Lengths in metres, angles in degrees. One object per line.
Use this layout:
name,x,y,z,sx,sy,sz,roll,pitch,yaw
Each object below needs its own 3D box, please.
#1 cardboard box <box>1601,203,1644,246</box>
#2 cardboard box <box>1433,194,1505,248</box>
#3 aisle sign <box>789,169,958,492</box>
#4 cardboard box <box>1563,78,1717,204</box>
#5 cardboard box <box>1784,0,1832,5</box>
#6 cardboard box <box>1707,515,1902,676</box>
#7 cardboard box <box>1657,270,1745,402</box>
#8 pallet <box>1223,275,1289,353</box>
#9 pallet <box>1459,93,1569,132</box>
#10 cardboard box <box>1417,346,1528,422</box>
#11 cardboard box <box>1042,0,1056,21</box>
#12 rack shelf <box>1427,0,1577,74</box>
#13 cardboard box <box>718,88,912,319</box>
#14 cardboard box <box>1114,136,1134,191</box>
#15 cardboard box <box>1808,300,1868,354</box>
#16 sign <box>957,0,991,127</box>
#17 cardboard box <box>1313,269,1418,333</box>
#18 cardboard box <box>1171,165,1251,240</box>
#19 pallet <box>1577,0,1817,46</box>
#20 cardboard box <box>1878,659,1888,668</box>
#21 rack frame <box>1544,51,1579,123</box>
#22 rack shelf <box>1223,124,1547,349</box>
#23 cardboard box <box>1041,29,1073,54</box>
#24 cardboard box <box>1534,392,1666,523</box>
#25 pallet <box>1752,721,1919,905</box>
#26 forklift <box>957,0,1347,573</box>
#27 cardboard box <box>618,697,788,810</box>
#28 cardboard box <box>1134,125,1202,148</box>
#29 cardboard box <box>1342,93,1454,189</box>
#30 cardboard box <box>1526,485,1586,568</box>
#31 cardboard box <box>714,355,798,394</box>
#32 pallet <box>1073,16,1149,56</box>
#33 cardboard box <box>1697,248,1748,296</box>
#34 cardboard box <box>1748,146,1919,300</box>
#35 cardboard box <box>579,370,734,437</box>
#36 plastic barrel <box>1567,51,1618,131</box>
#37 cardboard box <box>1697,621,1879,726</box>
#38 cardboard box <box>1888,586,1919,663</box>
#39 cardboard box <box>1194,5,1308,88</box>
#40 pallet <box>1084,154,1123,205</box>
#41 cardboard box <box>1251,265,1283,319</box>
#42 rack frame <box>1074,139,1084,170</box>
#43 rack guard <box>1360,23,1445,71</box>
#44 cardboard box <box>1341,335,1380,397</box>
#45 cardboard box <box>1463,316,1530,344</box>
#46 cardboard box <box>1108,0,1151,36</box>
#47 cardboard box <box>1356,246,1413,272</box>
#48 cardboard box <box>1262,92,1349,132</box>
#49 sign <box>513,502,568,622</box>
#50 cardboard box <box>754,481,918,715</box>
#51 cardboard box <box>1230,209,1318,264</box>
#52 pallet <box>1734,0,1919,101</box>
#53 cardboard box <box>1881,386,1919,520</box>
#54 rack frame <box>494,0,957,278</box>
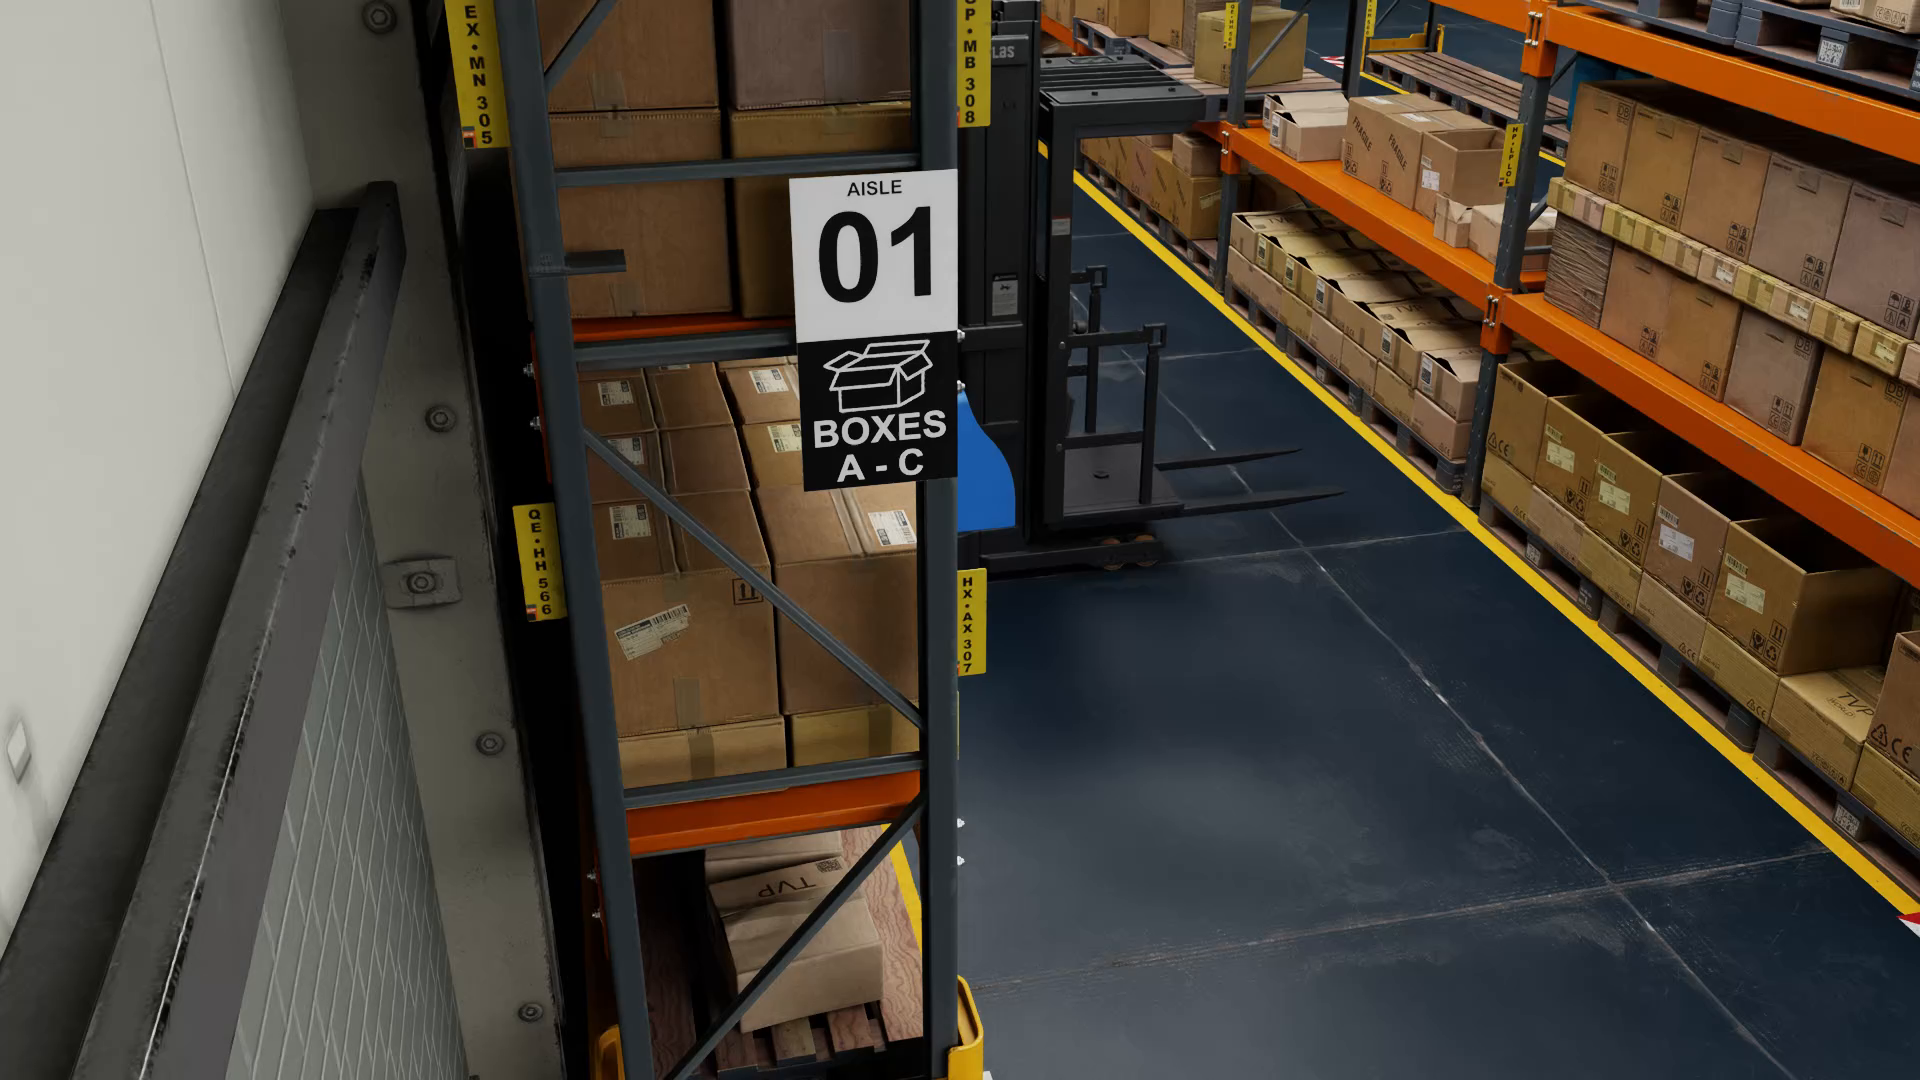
cardboard box,3.406,-1.566,8.194,0.380,0.149,0.250,-7,28,-13
cardboard box,3.040,-1.901,9.836,0.396,0.266,0.258,-7,28,-13
aisle sign,-0.198,-0.492,4.011,0.394,0.787,0.004,-6,27,-12
cardboard box,3.524,-2.023,8.378,0.700,0.500,0.500,-6,27,-11
cardboard box,3.666,-2.493,6.794,0.797,0.503,0.637,-3,27,-6
cardboard box,3.668,0.225,7.228,0.500,0.500,0.500,-6,27,-12
cardboard box,3.758,-0.992,7.776,0.700,0.500,0.500,-6,27,-11
pallet,2.664,-1.739,12.461,1.003,0.211,1.213,-6,27,-12
pallet,6.238,-4.681,18.289,1.003,0.211,1.213,-6,27,-12
cardboard box,3.047,-0.952,9.771,0.500,0.311,0.500,-6,27,-12
cardboard box,1.134,-5.569,16.844,0.500,0.500,0.500,-5,27,-10
rack shelf,2.967,-3.489,10.303,1.077,0.370,4.000,-6,27,-12
cardboard box,-0.338,-0.897,4.237,0.500,0.500,0.500,-5,27,-10
cardboard box,1.723,-3.495,15.132,0.500,0.500,0.500,-6,27,-11
cardboard box,3.754,-0.888,6.850,0.380,0.149,0.250,-5,27,-10
sign,0.022,-1.117,3.835,0.100,0.325,0.005,-6,27,-12
cardboard box,2.704,-1.620,11.094,0.500,0.311,0.500,-6,27,-12
cardboard box,2.076,-2.816,13.787,0.500,0.500,0.500,-5,27,-10
pallet,3.635,-2.521,7.685,1.003,0.211,1.213,-6,27,-12
cardboard box,4.186,0.506,7.504,0.500,0.250,0.500,-6,27,-12
rack frame,6.441,-5.607,17.029,1.000,3.000,0.127,-6,27,-12
rack shelf,2.967,-2.150,10.979,1.077,0.370,4.000,-6,27,-12
cardboard box,1.076,-5.728,19.555,0.500,0.500,0.500,-6,27,-12
cardboard box,3.337,-0.434,8.534,0.500,0.500,0.500,-6,27,-12
pallet,4.106,1.076,6.883,1.003,0.211,1.213,-6,27,-12
forklift,0.613,-1.373,8.717,3.031,2.935,1.130,-6,27,-12
cardboard box,-0.801,0.540,4.995,0.500,0.250,0.500,-6,27,-11
cardboard box,1.825,-3.624,14.555,0.500,0.250,0.500,-6,27,-13
cardboard box,2.910,-2.659,11.078,0.500,0.500,0.500,-7,28,-14
cardboard box,3.334,-0.099,8.702,0.500,0.250,0.500,-6,27,-12
cardboard box,-0.661,-0.520,6.264,0.500,0.500,0.500,-5,27,-10
pallet,1.688,-4.658,15.362,1.003,0.211,1.213,-6,27,-12
cardboard box,3.584,-1.224,7.516,0.380,0.149,0.250,-7,28,-13
cardboard box,3.863,-1.362,7.068,0.700,0.500,0.500,-6,27,-12
cardboard box,-1.044,-0.243,5.715,0.500,0.500,0.500,-7,28,-13
plastic barrel,6.547,-4.617,16.930,0.600,0.901,0.708,-6,27,-12
cardboard box,3.671,0.560,7.397,0.500,0.250,0.500,-6,27,-12
cardboard box,4.300,0.391,6.900,0.500,0.500,0.500,-6,27,-12
cardboard box,2.264,-3.846,12.964,0.700,0.500,0.500,-16,31,-29
pallet,1.835,-3.507,15.964,1.003,0.211,1.213,-6,27,-12
cardboard box,2.462,-1.829,12.130,0.500,0.250,0.500,-7,28,-13
rack frame,1.615,-5.105,16.036,1.000,3.000,0.127,-6,27,-12
rack guard,5.522,-6.256,21.089,1.175,0.500,0.348,-6,27,-12
cardboard box,2.814,-1.153,10.790,0.500,0.250,0.500,-5,27,-10
cardboard box,3.459,-1.231,10.322,0.500,0.311,0.500,-6,27,-12
cardboard box,1.720,-4.811,14.876,0.700,0.500,0.500,-2,27,-3
cardboard box,3.108,-1.905,11.659,0.500,0.311,0.500,-6,27,-12
cardboard box,2.555,-3.145,12.251,0.500,0.311,0.500,-4,27,-8
sign,-1.052,0.057,4.172,0.100,0.325,0.005,-6,27,-12
cardboard box,-0.321,0.151,4.935,0.500,0.500,0.500,-6,27,-12
cardboard box,2.348,-2.300,12.441,0.500,0.311,0.500,-5,27,-10
pallet,3.906,-1.986,6.626,1.003,0.211,1.213,-6,27,-12
cardboard box,4.103,-0.318,6.440,0.700,0.500,0.500,-5,27,-10
rack frame,-0.507,-2.011,3.247,1.000,3.000,0.127,-6,27,-12
